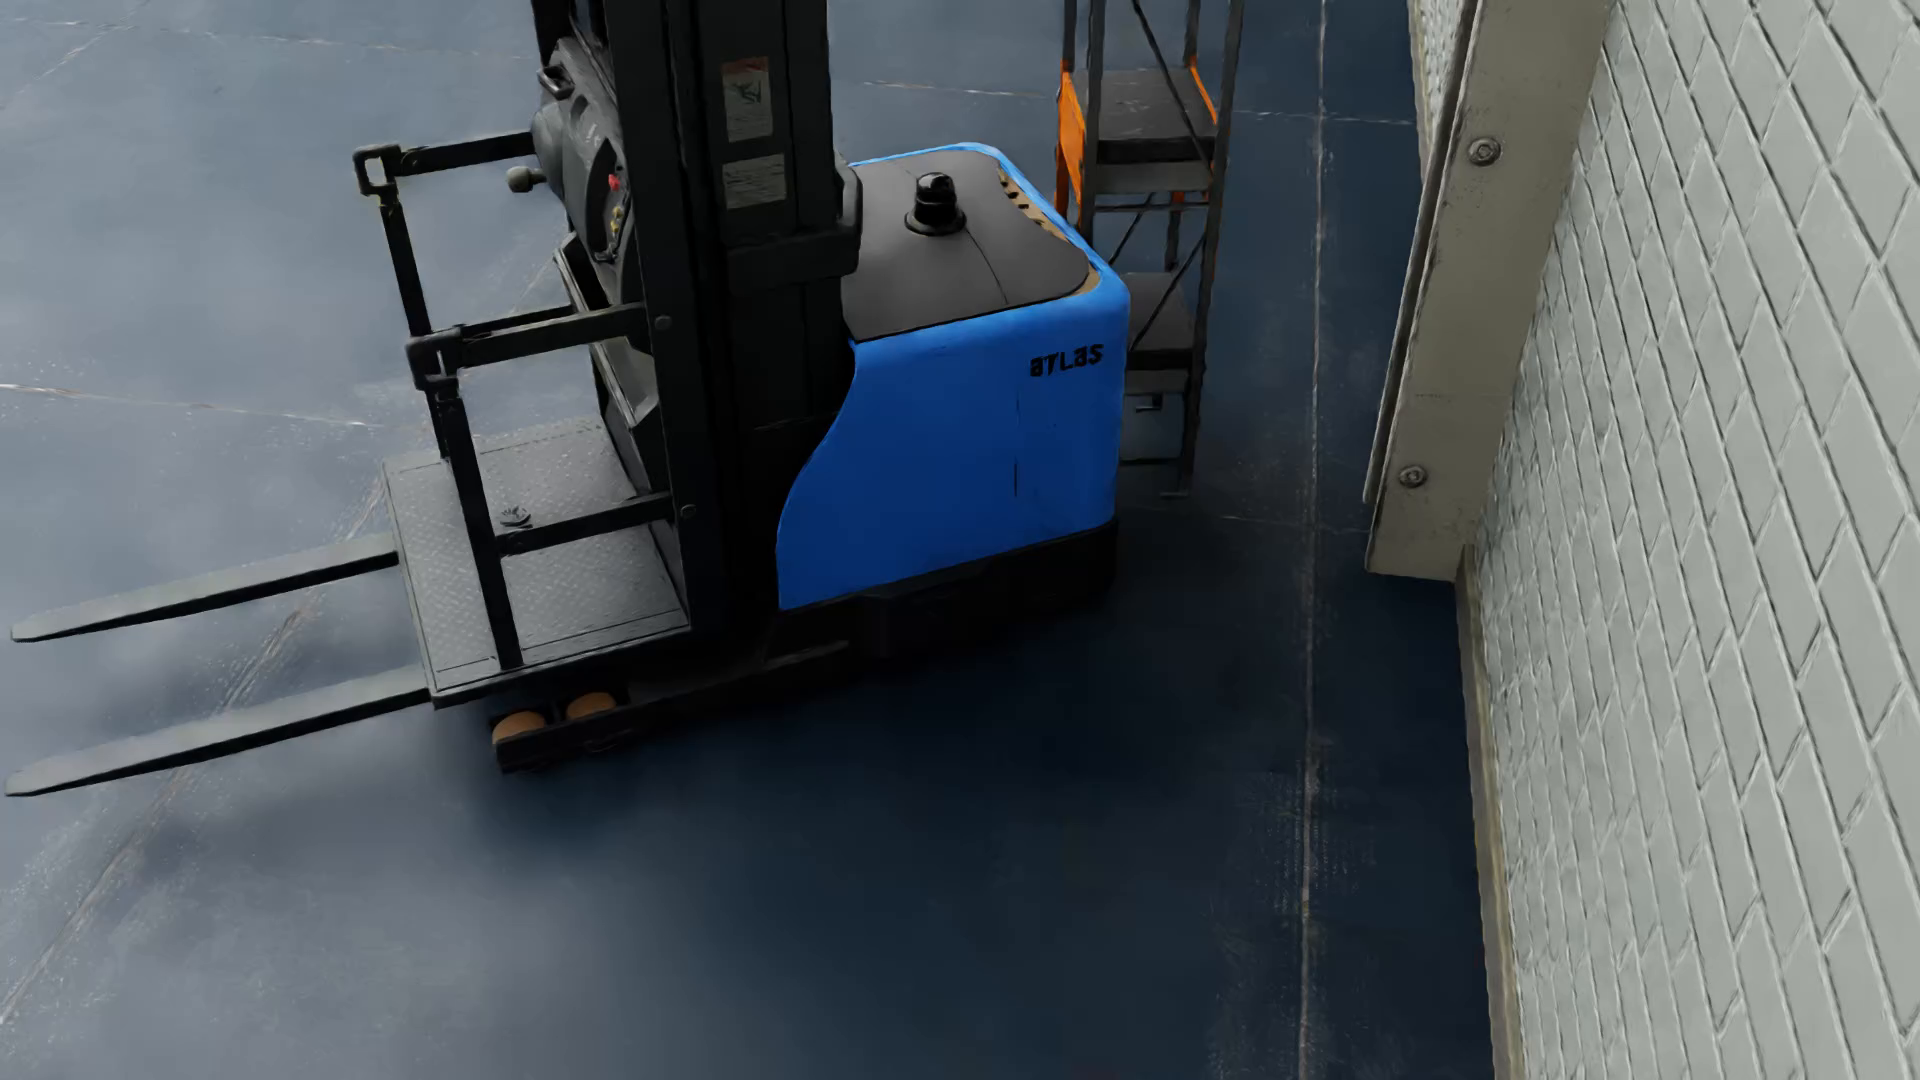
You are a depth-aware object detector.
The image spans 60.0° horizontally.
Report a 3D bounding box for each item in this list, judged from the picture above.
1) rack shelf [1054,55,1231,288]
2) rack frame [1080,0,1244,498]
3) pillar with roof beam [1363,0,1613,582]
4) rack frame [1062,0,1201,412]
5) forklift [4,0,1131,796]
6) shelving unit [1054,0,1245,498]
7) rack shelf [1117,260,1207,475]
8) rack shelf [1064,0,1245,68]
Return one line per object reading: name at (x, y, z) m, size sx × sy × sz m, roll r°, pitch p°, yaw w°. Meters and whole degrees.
rack shelf at (0.525, -1.089, 4.941) m, size 0.431 × 0.518 × 0.480 m, roll -3°, pitch 40°, yaw -4°
rack frame at (0.545, -0.945, 4.745) m, size 0.400 × 2.100 × 0.015 m, roll -3°, pitch 40°, yaw -4°
pillar with roof beam at (-2.805, -3.953, 2.969) m, size 9.100 × 9.000 × 0.400 m, roll 6°, pitch 40°, yaw 8°
rack frame at (0.505, -1.255, 5.120) m, size 0.400 × 2.100 × 0.015 m, roll -3°, pitch 40°, yaw -4°
forklift at (-1.100, -0.886, 4.022) m, size 3.031 × 2.935 × 1.130 m, roll -15°, pitch 42°, yaw -17°
shelving unit at (0.525, -1.100, 4.932) m, size 0.431 × 2.100 × 0.503 m, roll -3°, pitch 40°, yaw -4°
rack shelf at (0.525, -0.550, 5.387) m, size 0.431 × 0.518 × 0.480 m, roll -3°, pitch 40°, yaw -4°
rack shelf at (0.525, -1.629, 4.495) m, size 0.431 × 0.518 × 0.480 m, roll -3°, pitch 40°, yaw -4°
